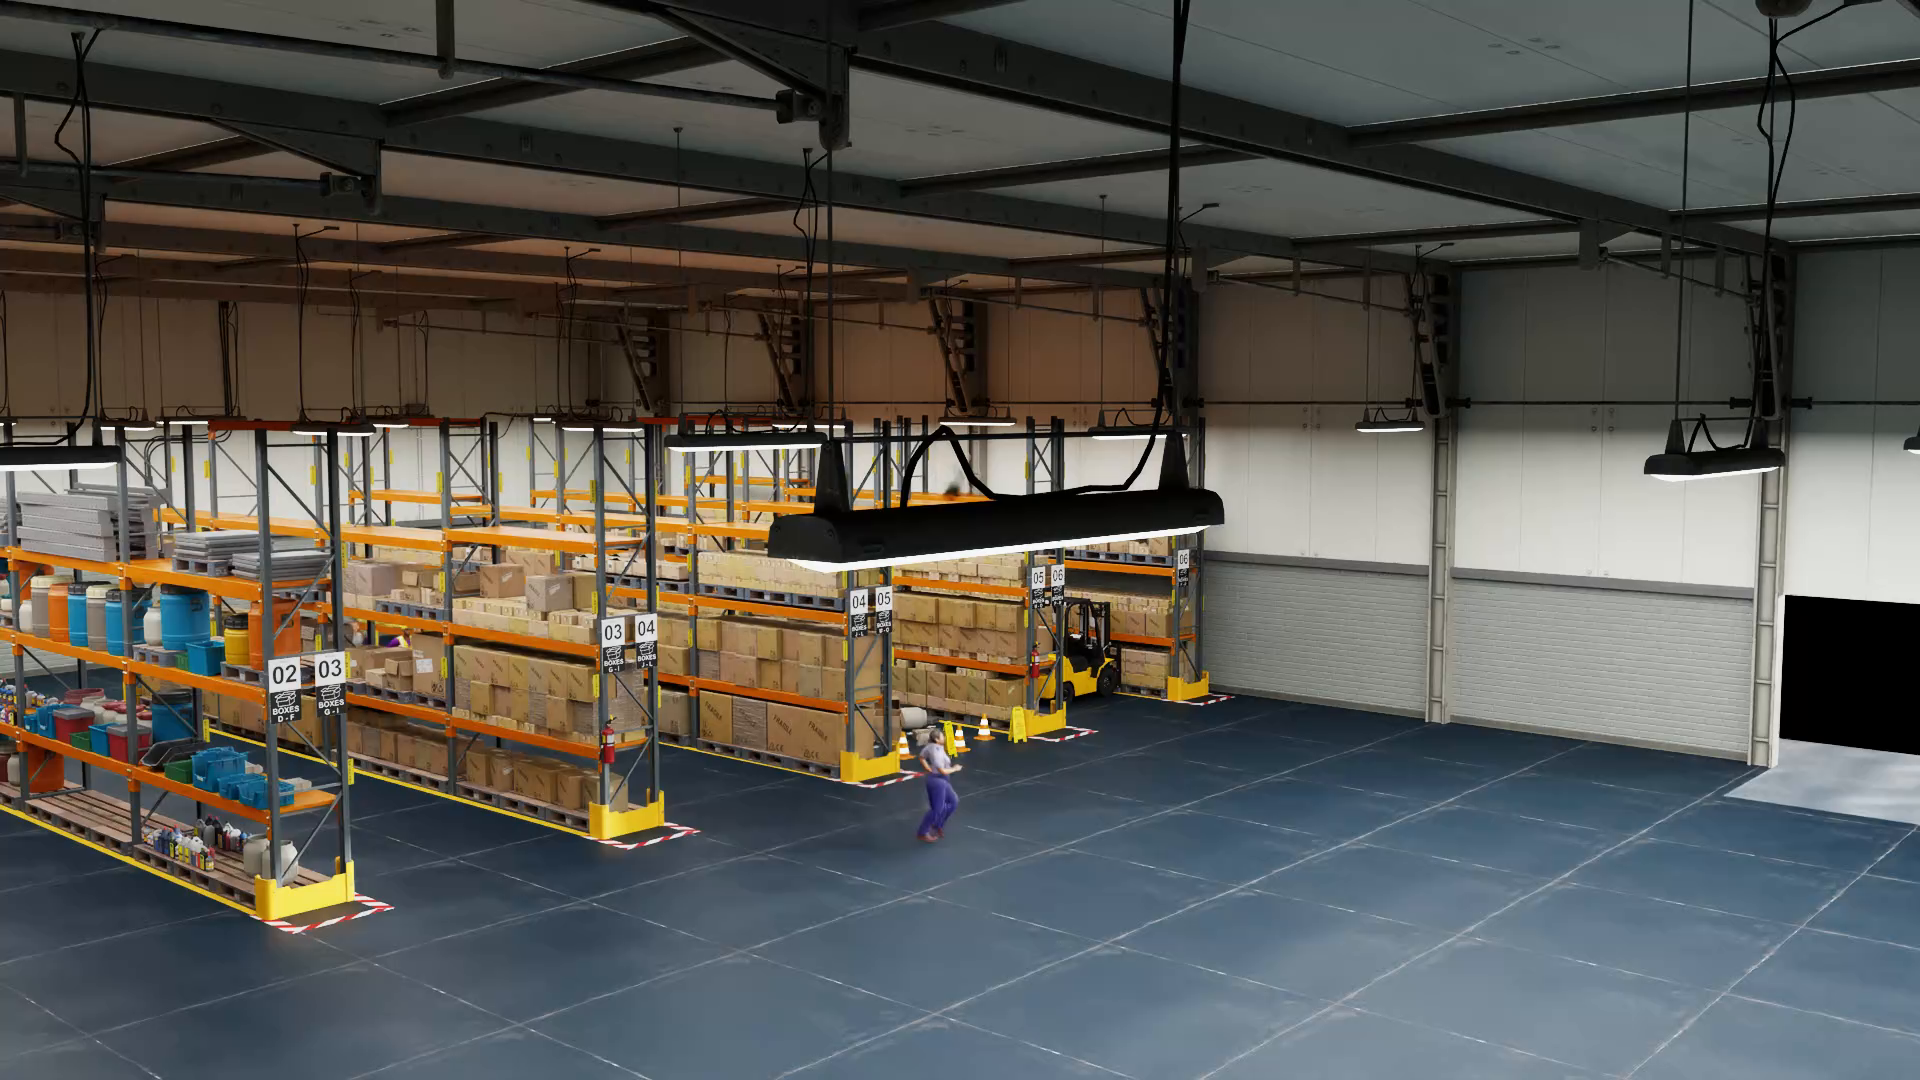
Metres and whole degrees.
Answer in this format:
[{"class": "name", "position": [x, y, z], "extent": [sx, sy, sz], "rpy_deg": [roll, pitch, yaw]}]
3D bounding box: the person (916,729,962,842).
[{"class": "person", "position": [-0.301, 3.536, 23.907], "extent": [0.672, 1.639, 0.580], "rpy_deg": [0, 5, -4]}]

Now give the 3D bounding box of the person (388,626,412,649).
[{"class": "person", "position": [-11.407, 2.602, 34.415], "extent": [0.663, 1.771, 0.682], "rpy_deg": [4, 6, 41]}]

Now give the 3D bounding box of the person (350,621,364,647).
[{"class": "person", "position": [-13.046, 2.555, 35.756], "extent": [0.720, 1.651, 0.584], "rpy_deg": [4, 6, 41]}]
